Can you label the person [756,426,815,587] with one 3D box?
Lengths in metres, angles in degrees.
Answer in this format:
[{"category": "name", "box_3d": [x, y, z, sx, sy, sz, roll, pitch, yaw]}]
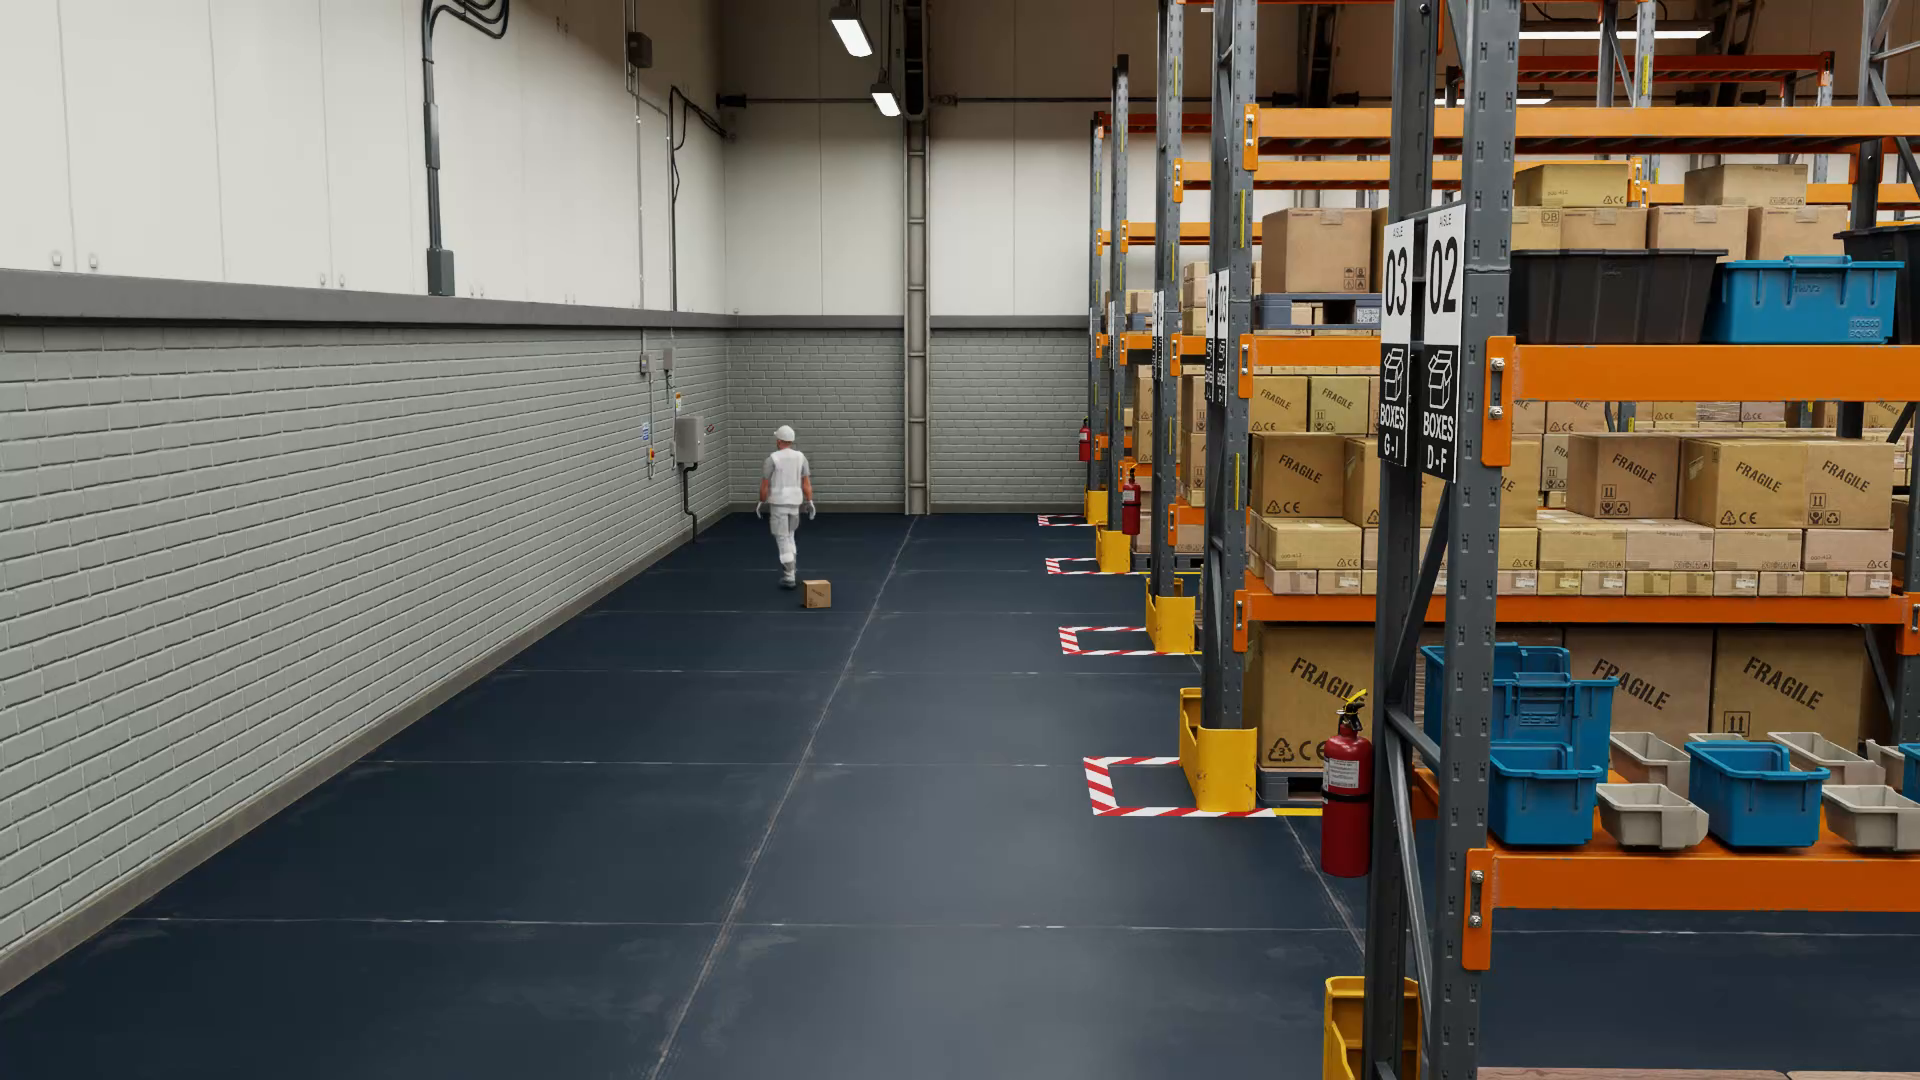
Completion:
[{"category": "person", "box_3d": [-1.945, -0.356, 18.538, 0.594, 1.842, 0.543, -5, 9, -34]}]
